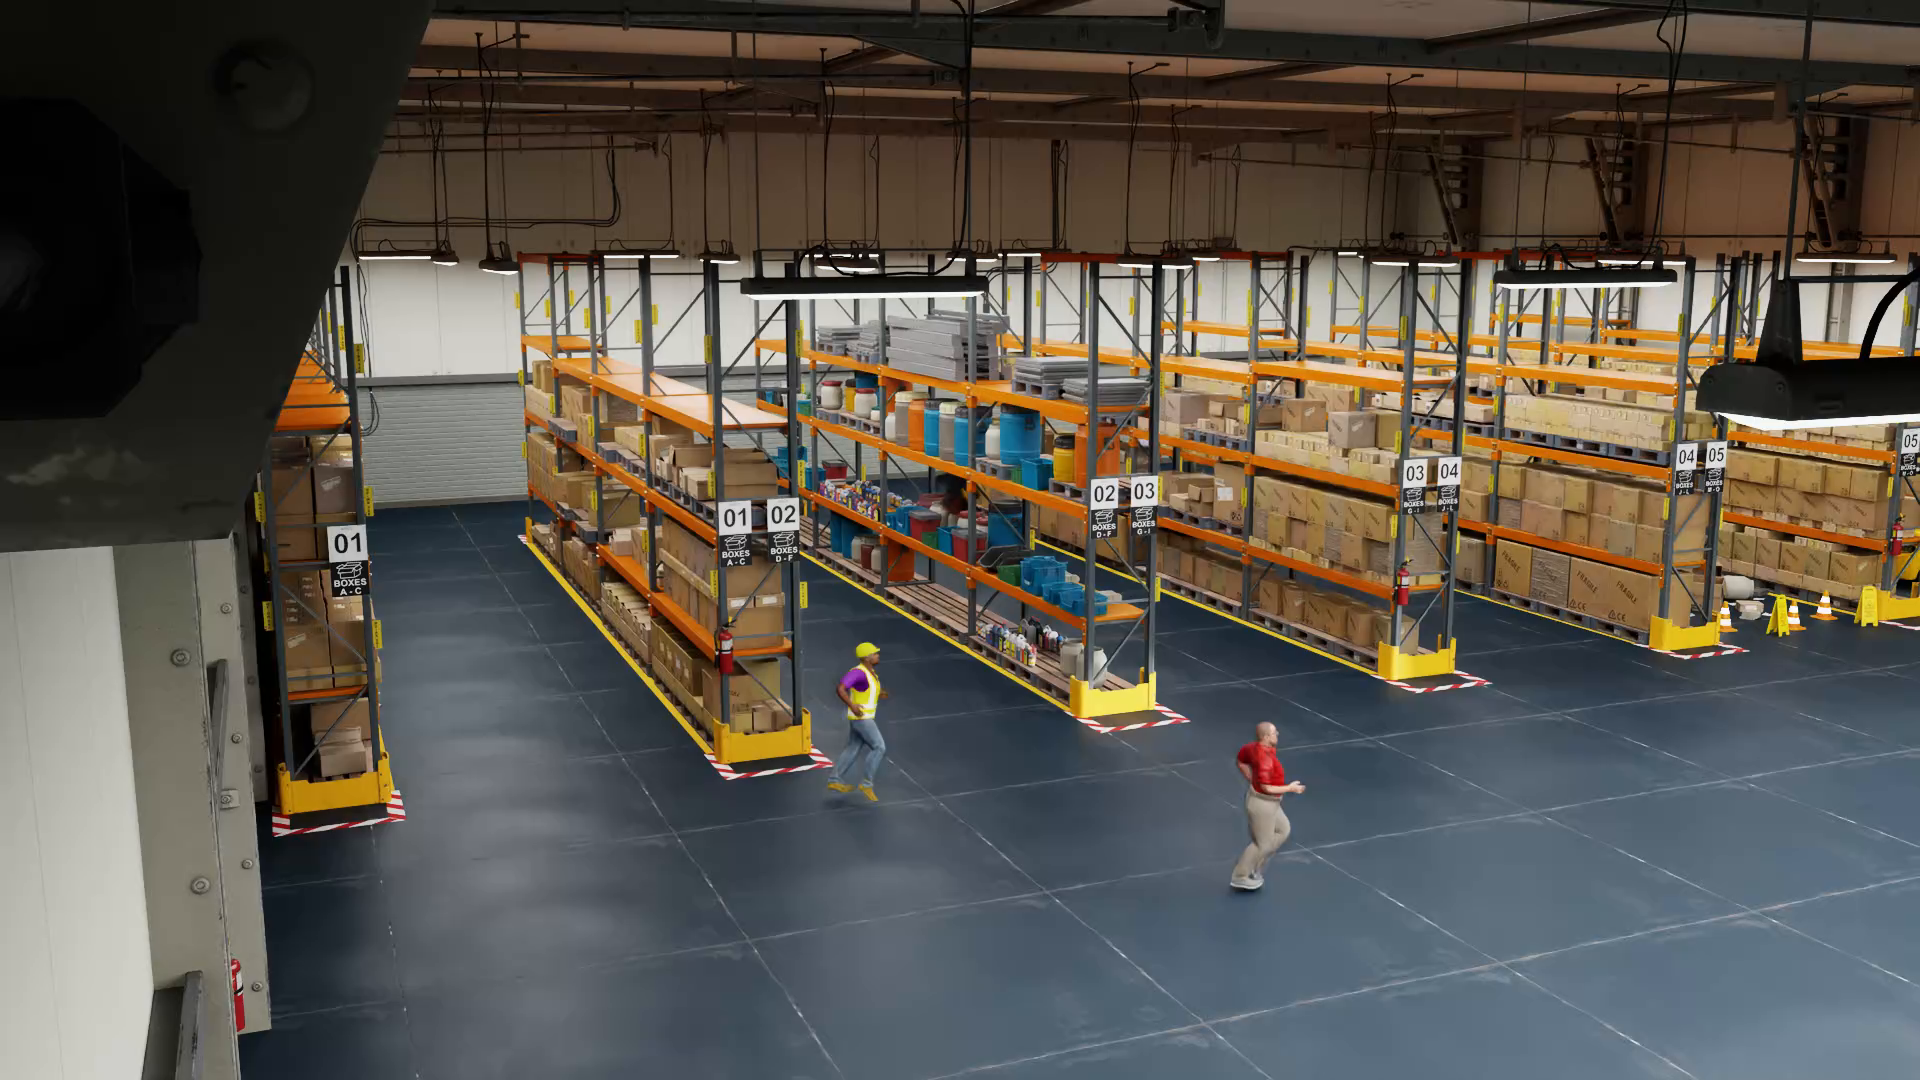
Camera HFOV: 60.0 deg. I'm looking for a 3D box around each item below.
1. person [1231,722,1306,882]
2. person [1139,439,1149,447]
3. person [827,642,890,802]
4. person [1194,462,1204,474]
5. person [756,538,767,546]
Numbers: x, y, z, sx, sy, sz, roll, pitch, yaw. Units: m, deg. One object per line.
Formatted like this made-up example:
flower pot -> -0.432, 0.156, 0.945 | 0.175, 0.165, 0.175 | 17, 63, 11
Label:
person -> 2.994, 2.533, 16.154 | 0.680, 1.602, 0.639 | 0, 10, 2
person -> 4.604, -2.003, 41.493 | 0.535, 1.613, 0.619 | -9, 14, -41
person -> -1.157, 2.055, 19.016 | 0.725, 1.803, 0.702 | 0, 10, 1
person -> 5.978, -2.069, 41.611 | 0.588, 1.696, 0.741 | 6, 12, 30
person -> -3.692, 0.070, 29.920 | 0.556, 1.528, 0.583 | -6, 12, -31
